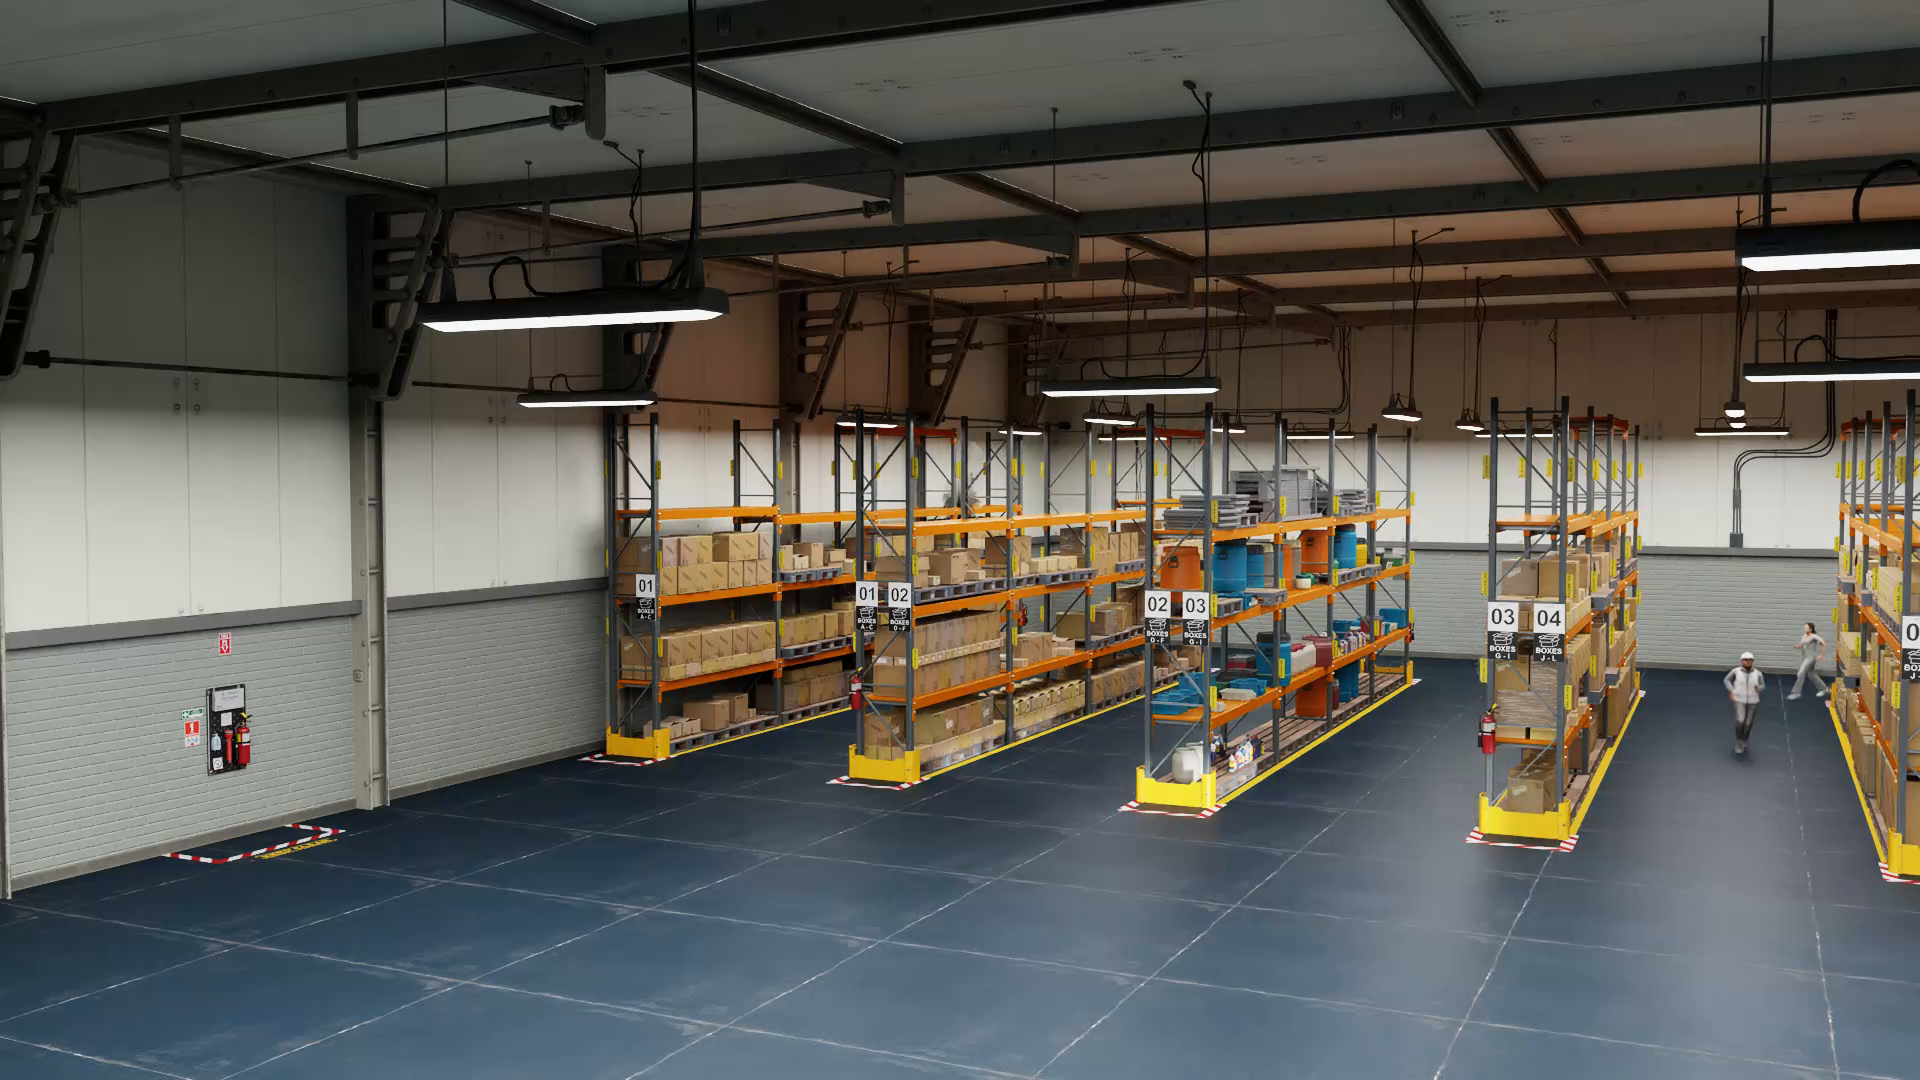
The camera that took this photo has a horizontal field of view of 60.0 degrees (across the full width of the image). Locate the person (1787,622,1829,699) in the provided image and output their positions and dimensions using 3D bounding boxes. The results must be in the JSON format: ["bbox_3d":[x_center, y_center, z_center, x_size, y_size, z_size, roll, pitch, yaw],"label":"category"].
[{"bbox_3d":[18.527,2.626,36.291,0.974,1.666,0.592,0,2,0],"label":"person"}]

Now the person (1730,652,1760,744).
[{"bbox_3d":[13.899,2.811,29.462,0.493,1.658,0.751,1,2,13],"label":"person"}]
